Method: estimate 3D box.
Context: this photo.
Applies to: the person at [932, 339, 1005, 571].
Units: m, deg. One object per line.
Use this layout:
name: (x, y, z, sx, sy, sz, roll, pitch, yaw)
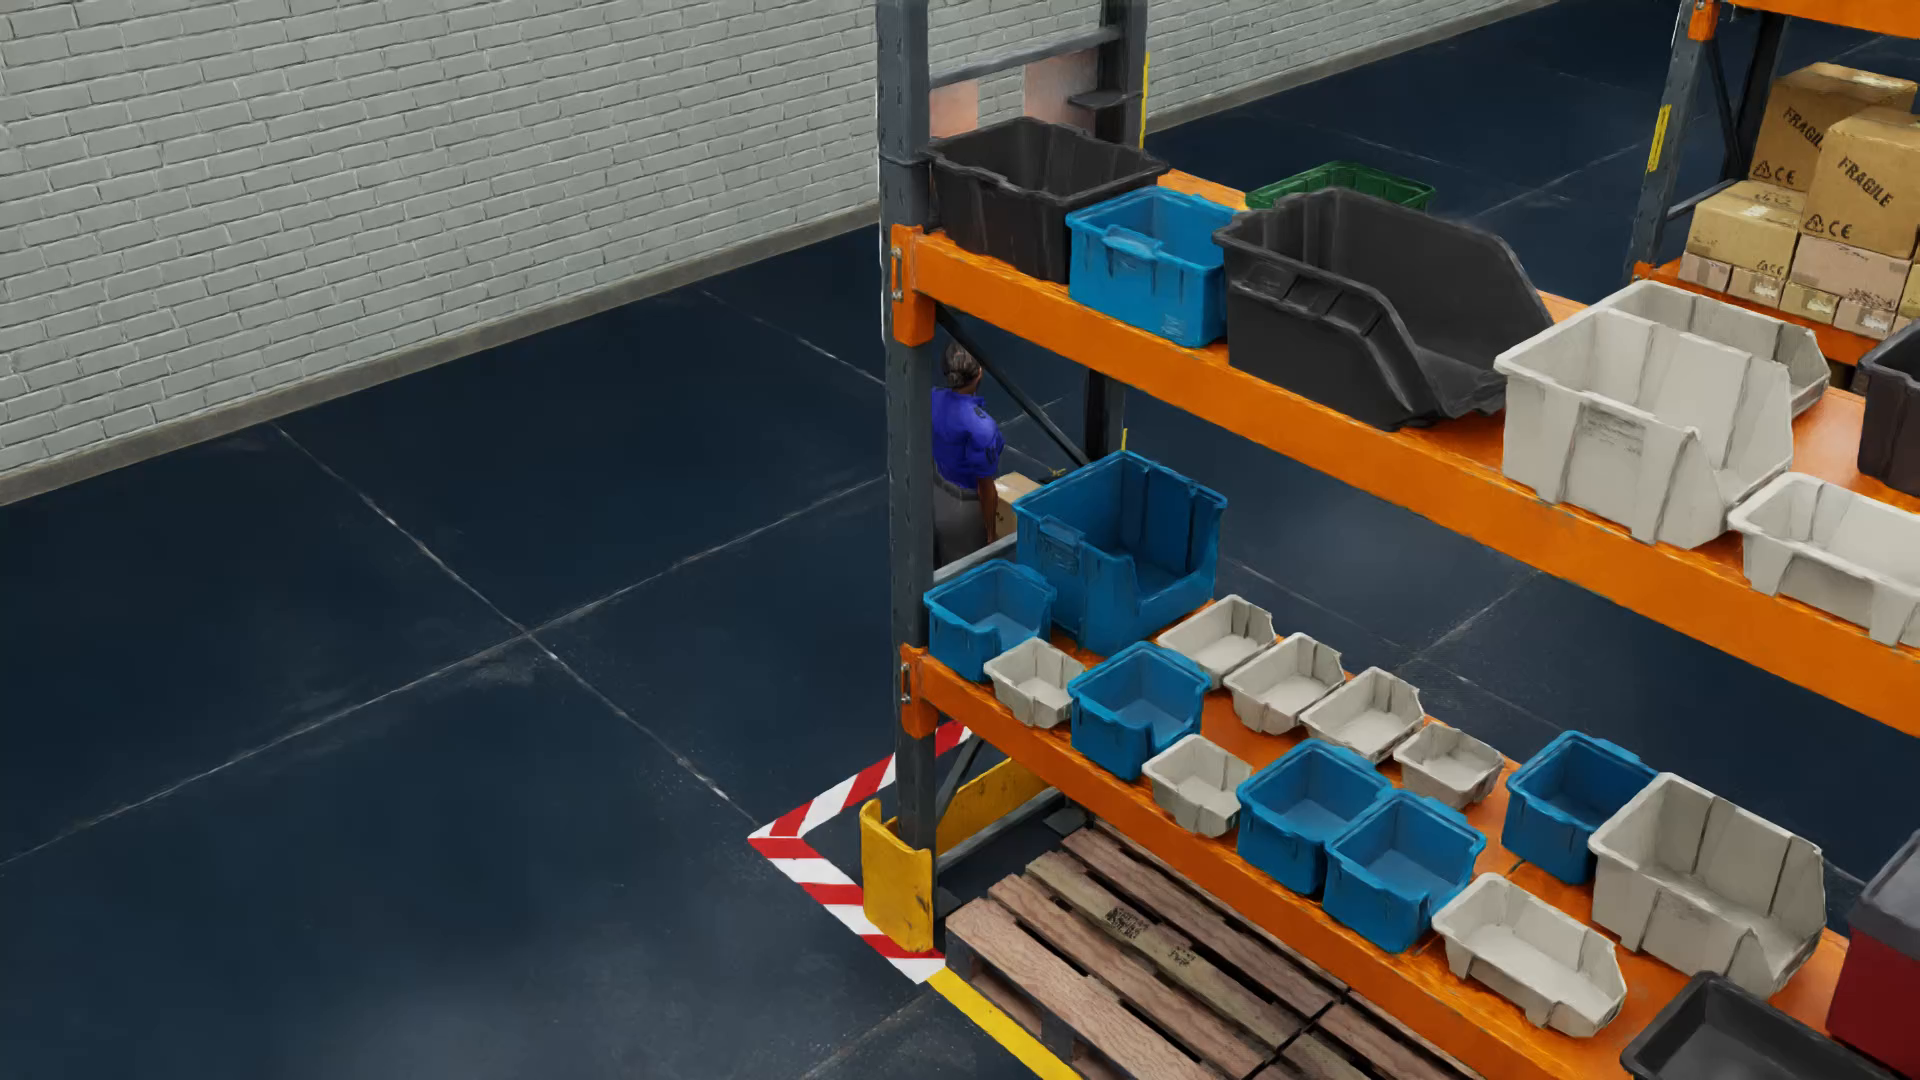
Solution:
person: (0.007, -0.121, 7.288, 0.406, 1.663, 0.542, -22, 38, -31)
